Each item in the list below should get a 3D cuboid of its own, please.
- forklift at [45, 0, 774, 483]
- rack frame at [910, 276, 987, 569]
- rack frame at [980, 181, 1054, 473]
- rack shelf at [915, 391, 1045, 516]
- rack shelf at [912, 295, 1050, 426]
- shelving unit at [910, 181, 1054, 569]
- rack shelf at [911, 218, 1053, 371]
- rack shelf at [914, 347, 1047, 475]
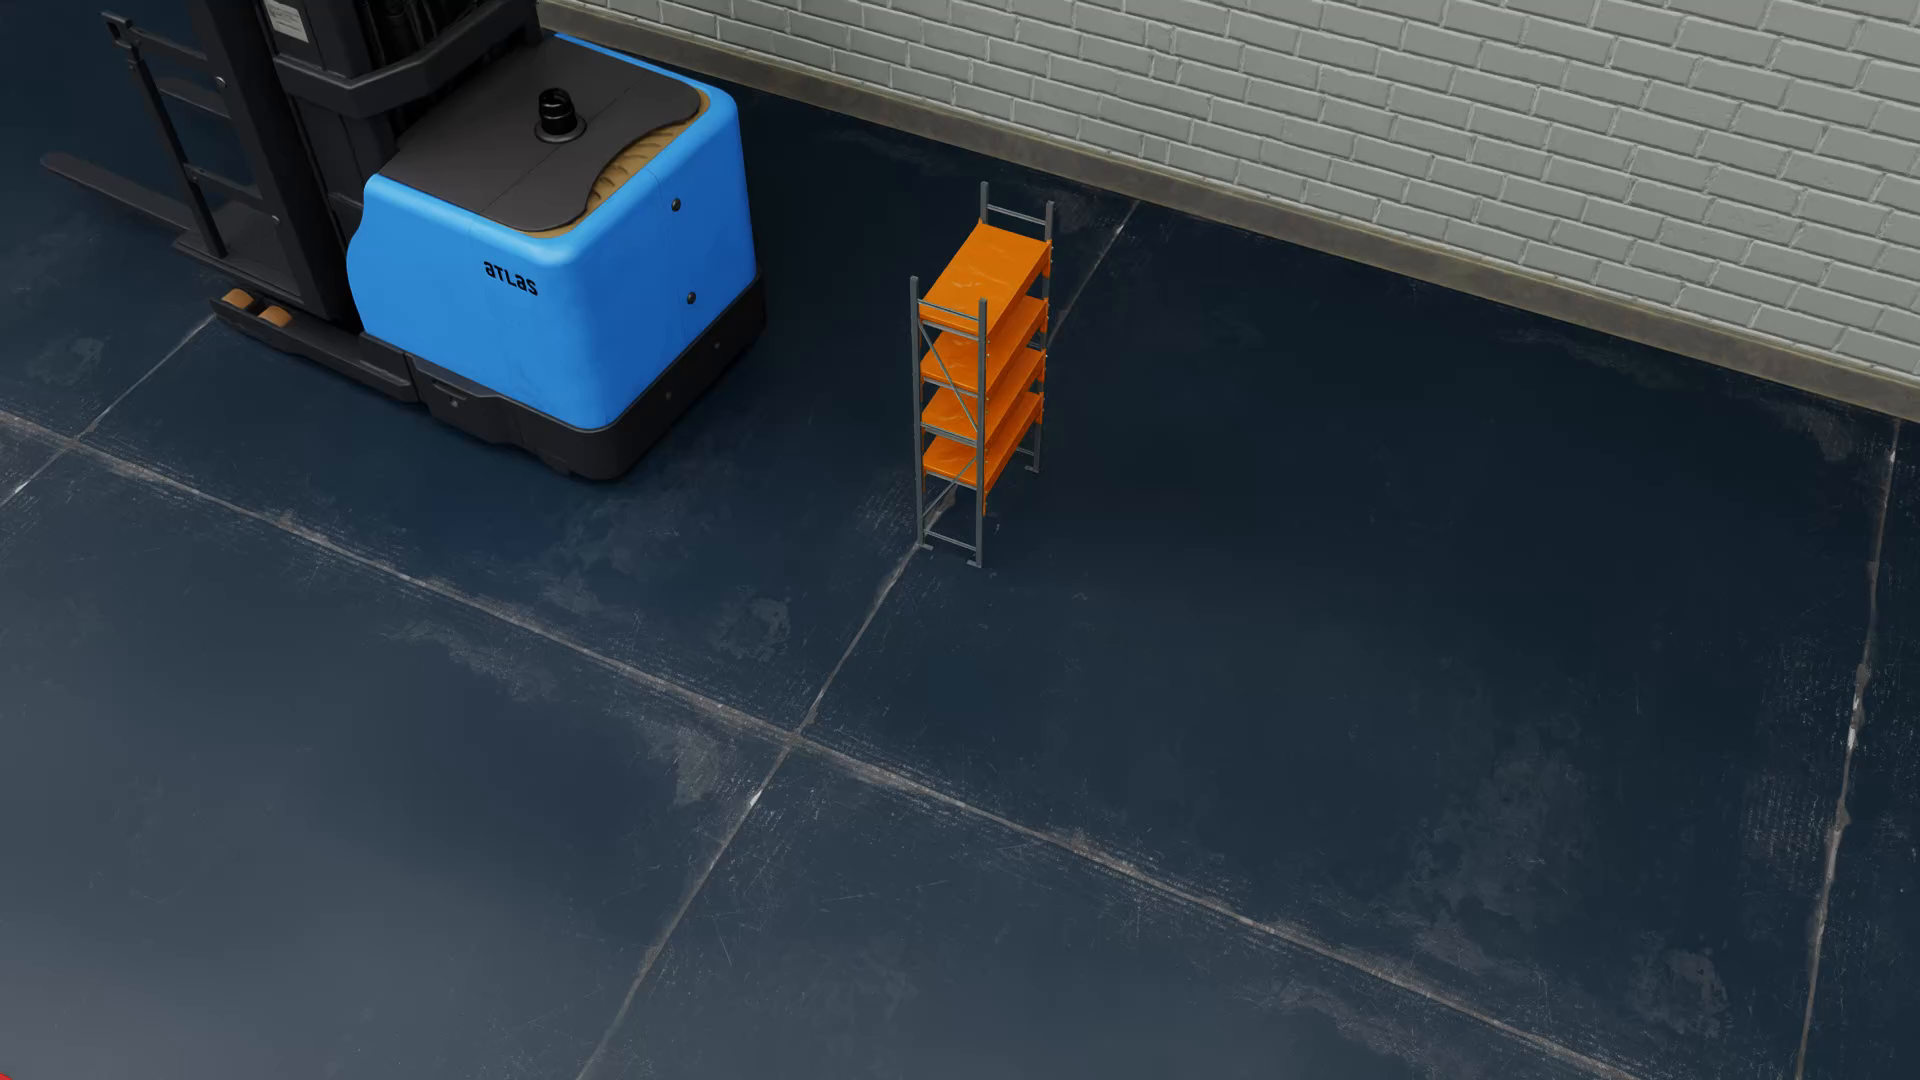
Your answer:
[{"bbox_3d":[-2.247,-1.991,5.520,3.031,2.935,1.130,24,54,19],"label":"forklift"},{"bbox_3d":[-0.034,-0.335,5.247,0.240,1.200,0.015,20,52,16],"label":"rack frame"},{"bbox_3d":[0.175,-0.671,5.533,0.240,1.200,0.015,20,52,16],"label":"rack frame"},{"bbox_3d":[0.071,-0.331,5.592,0.258,0.148,0.480,20,52,16],"label":"rack shelf"},{"bbox_3d":[0.071,-0.604,5.271,0.258,0.148,0.480,20,52,16],"label":"rack shelf"},{"bbox_3d":[0.071,-0.503,5.390,0.258,1.200,0.503,20,52,16],"label":"shelving unit"},{"bbox_3d":[0.071,-0.757,5.091,0.258,0.148,0.480,20,52,16],"label":"rack shelf"},{"bbox_3d":[0.071,-0.459,5.441,0.258,0.148,0.480,20,52,16],"label":"rack shelf"}]
